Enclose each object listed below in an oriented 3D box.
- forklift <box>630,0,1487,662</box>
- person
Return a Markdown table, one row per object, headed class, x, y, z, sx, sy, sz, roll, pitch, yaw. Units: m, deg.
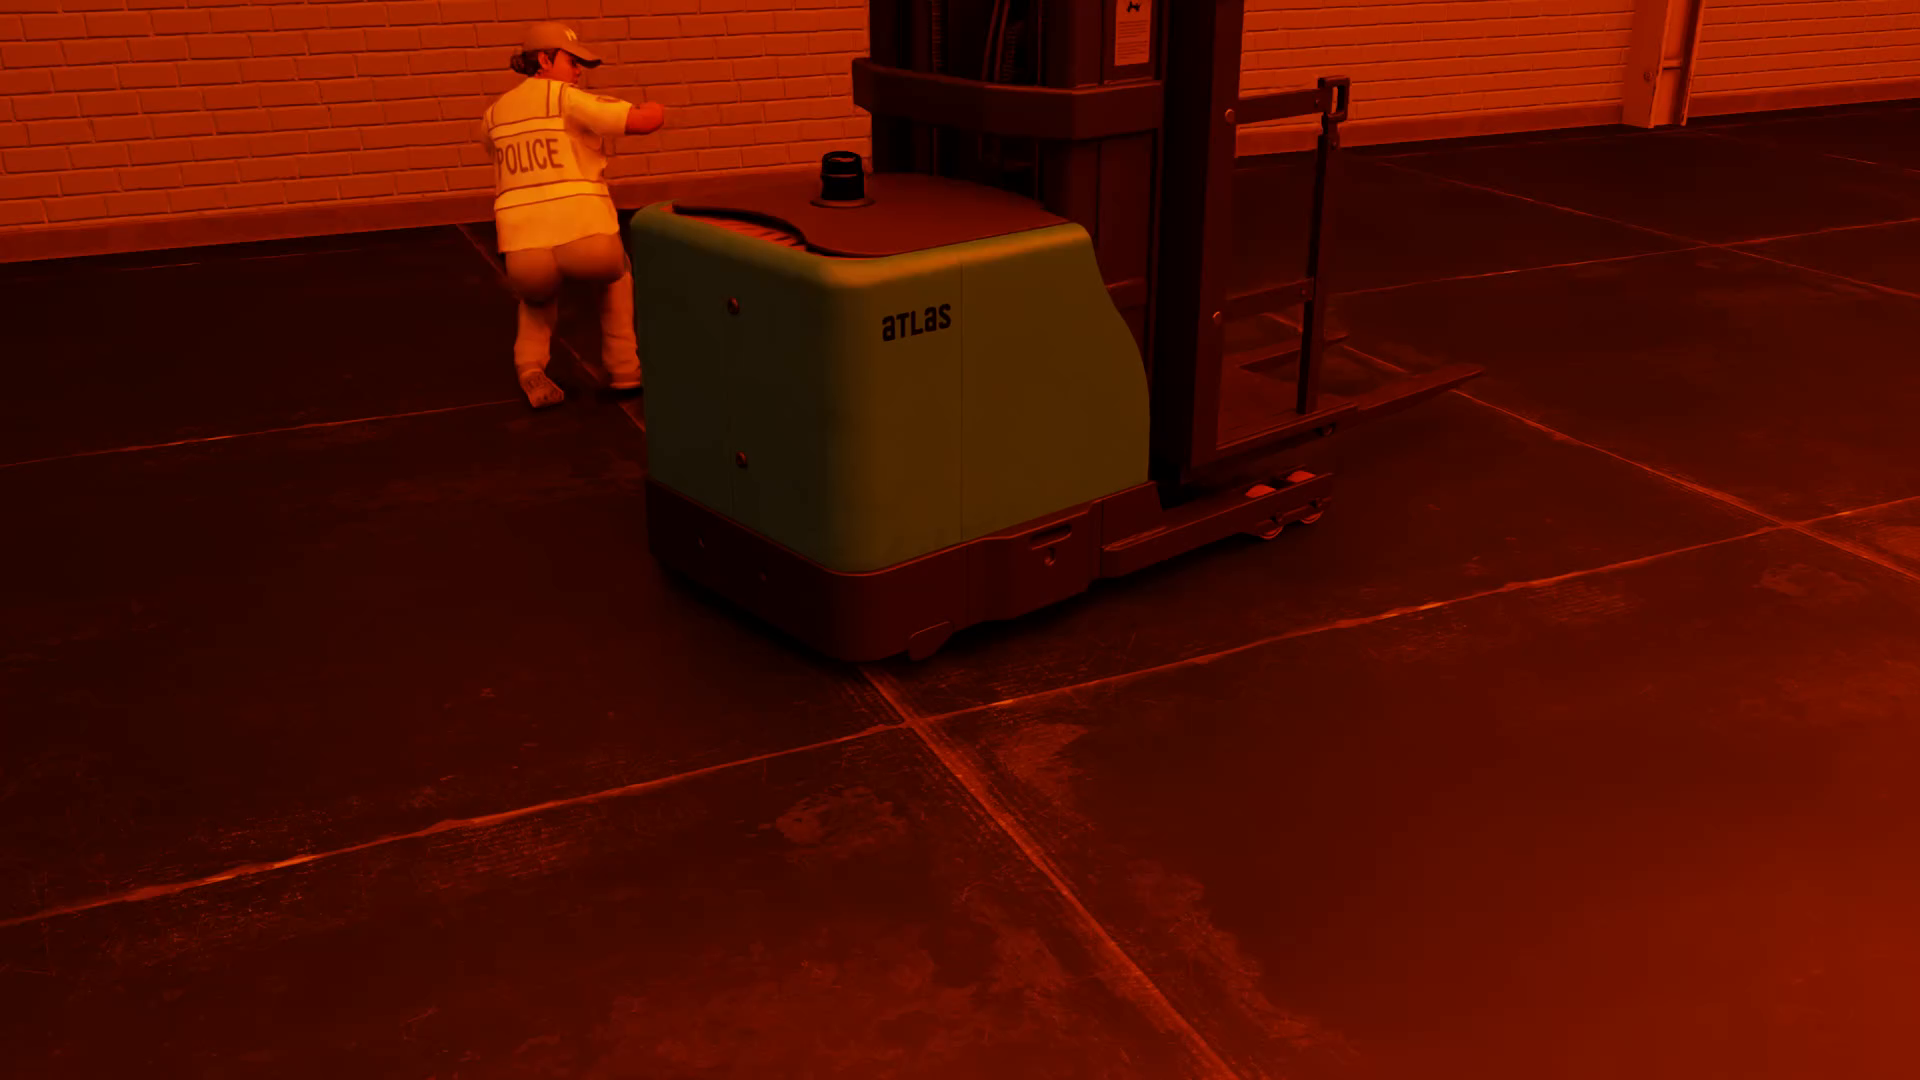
| class | x | y | z | sx | sy | sz | roll | pitch | yaw |
| --- | --- | --- | --- | --- | --- | --- | --- | --- | --- |
| forklift | 0.544 | -1.492 | 4.878 | 3.031 | 2.935 | 1.130 | -18 | 29 | -37 |
| person | -1.425 | -1.217 | 6.245 | 0.730 | 1.398 | 0.950 | 1 | 23 | 2 |
